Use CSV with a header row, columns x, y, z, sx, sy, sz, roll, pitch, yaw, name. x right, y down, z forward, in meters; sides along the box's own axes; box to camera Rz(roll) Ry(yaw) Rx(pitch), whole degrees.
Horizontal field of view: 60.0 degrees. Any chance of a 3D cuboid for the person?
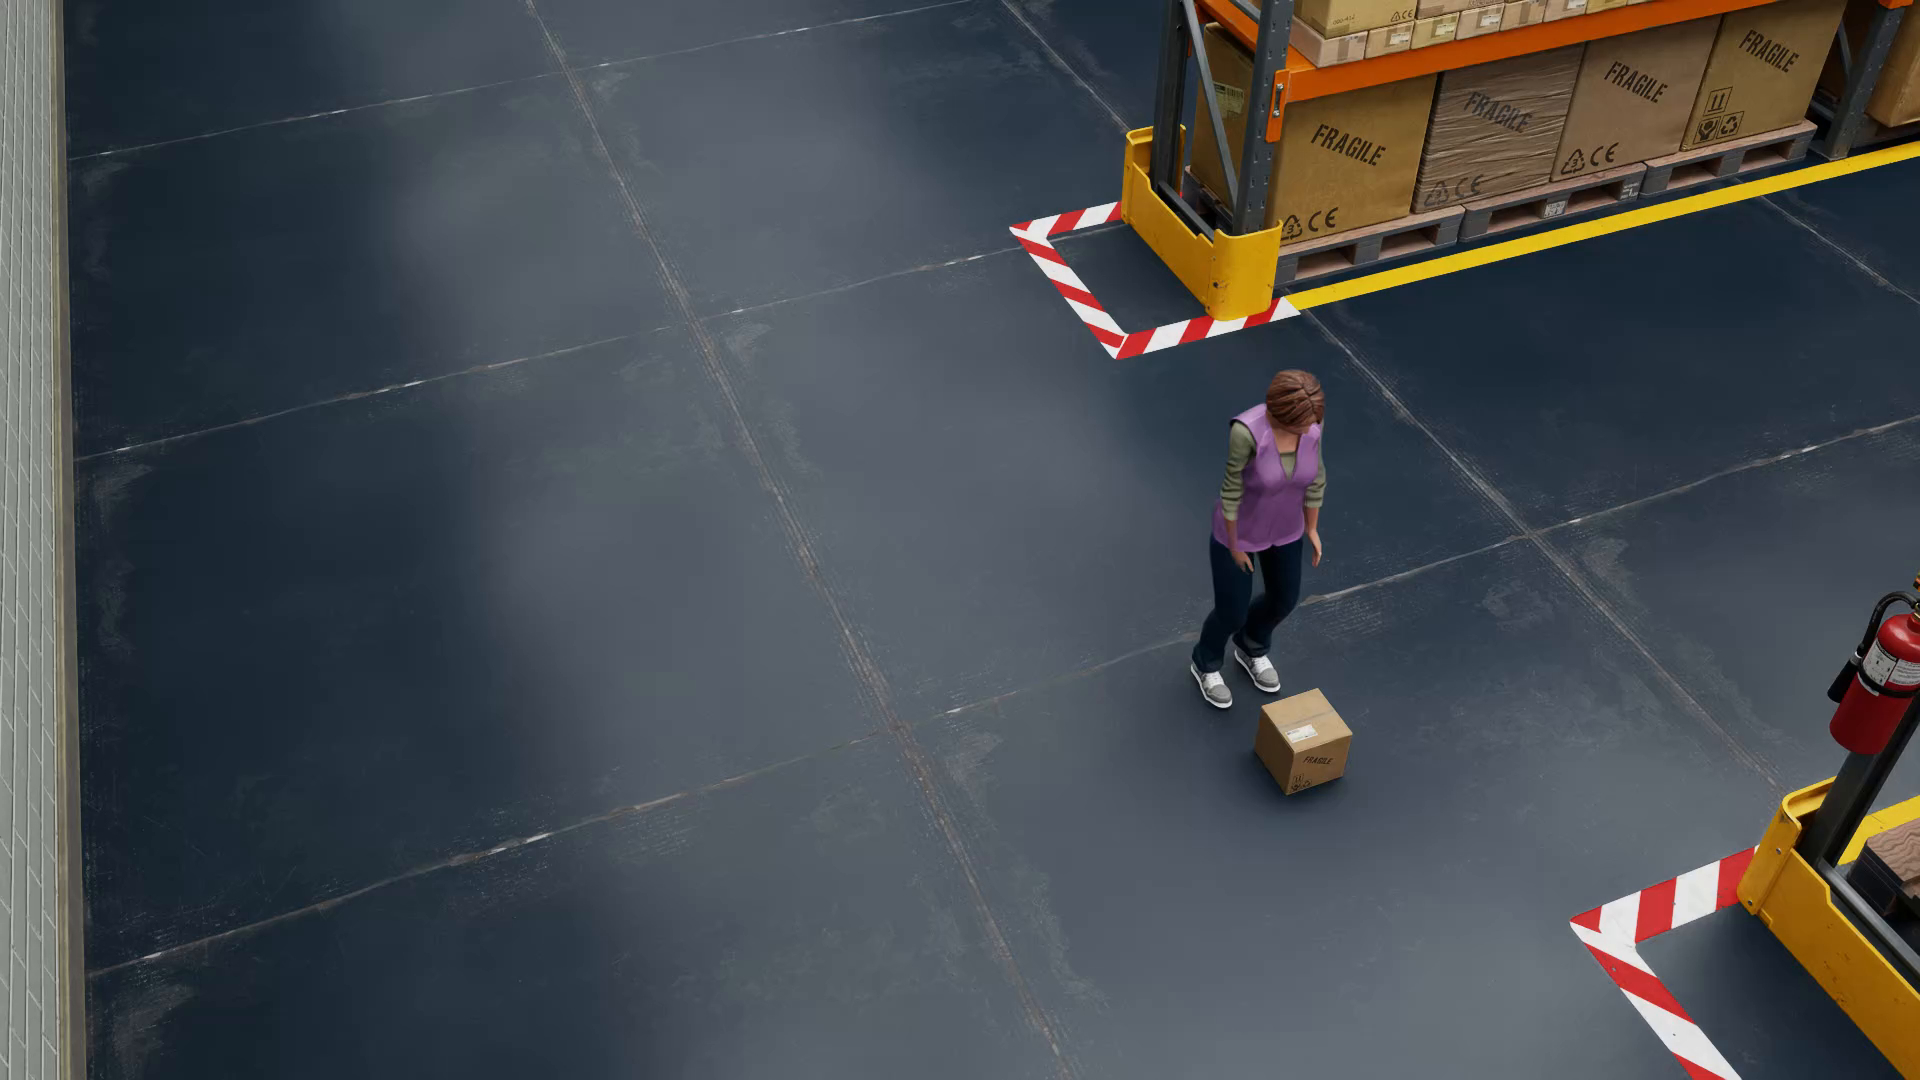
x,y,z,sx,sy,sz,roll,pitch,yaw,name
1.139,-0.016,6.223,0.420,1.556,0.353,-15,44,-15,person
